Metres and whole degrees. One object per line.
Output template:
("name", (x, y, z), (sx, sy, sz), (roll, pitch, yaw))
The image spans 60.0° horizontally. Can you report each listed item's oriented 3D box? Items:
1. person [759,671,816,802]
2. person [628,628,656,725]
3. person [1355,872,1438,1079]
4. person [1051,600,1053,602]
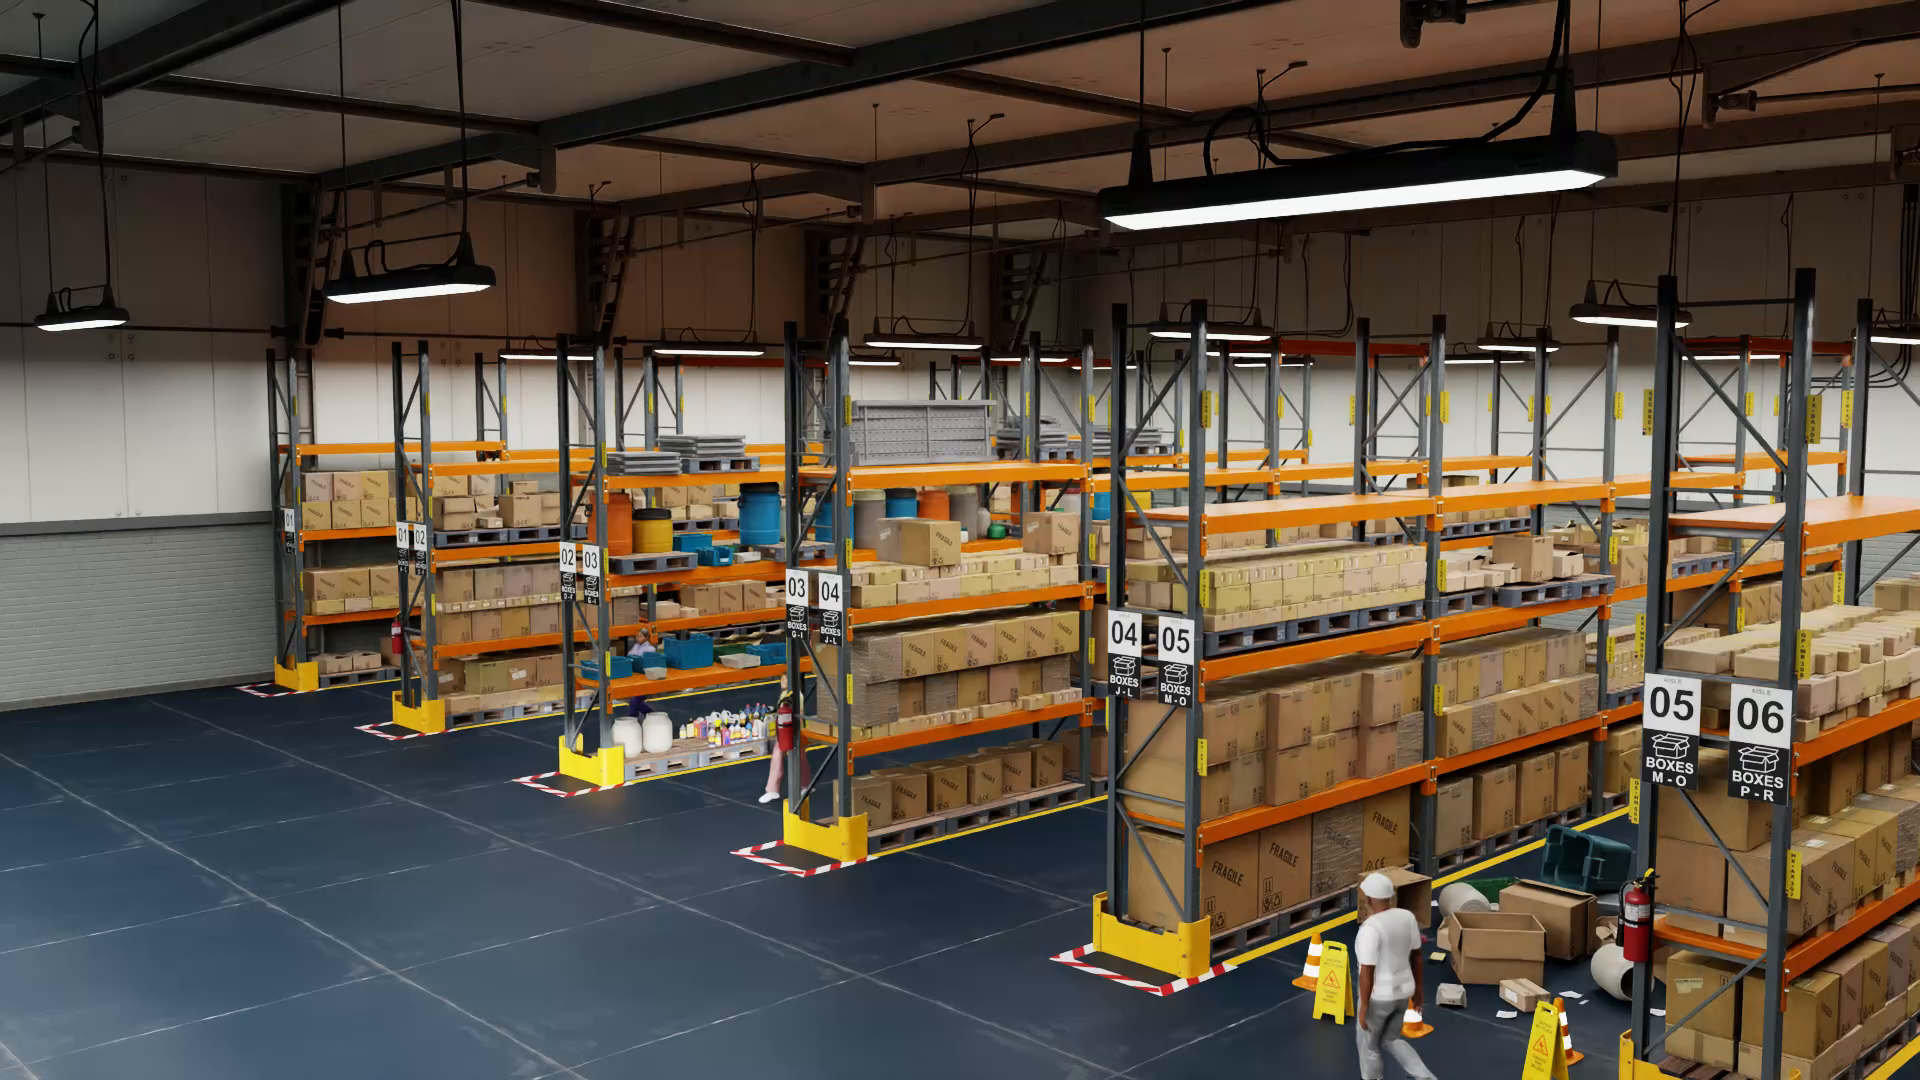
("person", (-2.216, 2.486, 21.263), (0.483, 1.639, 0.857), (5, 7, 44))
("person", (-4.926, 2.160, 25.562), (0.557, 1.609, 0.822), (4, 7, 41))
("person", (3.095, 3.258, 11.872), (0.581, 1.752, 0.720), (-4, 6, -36))
("person", (1.865, 1.507, 32.067), (0.518, 1.786, 0.603), (-1, 5, -13))
